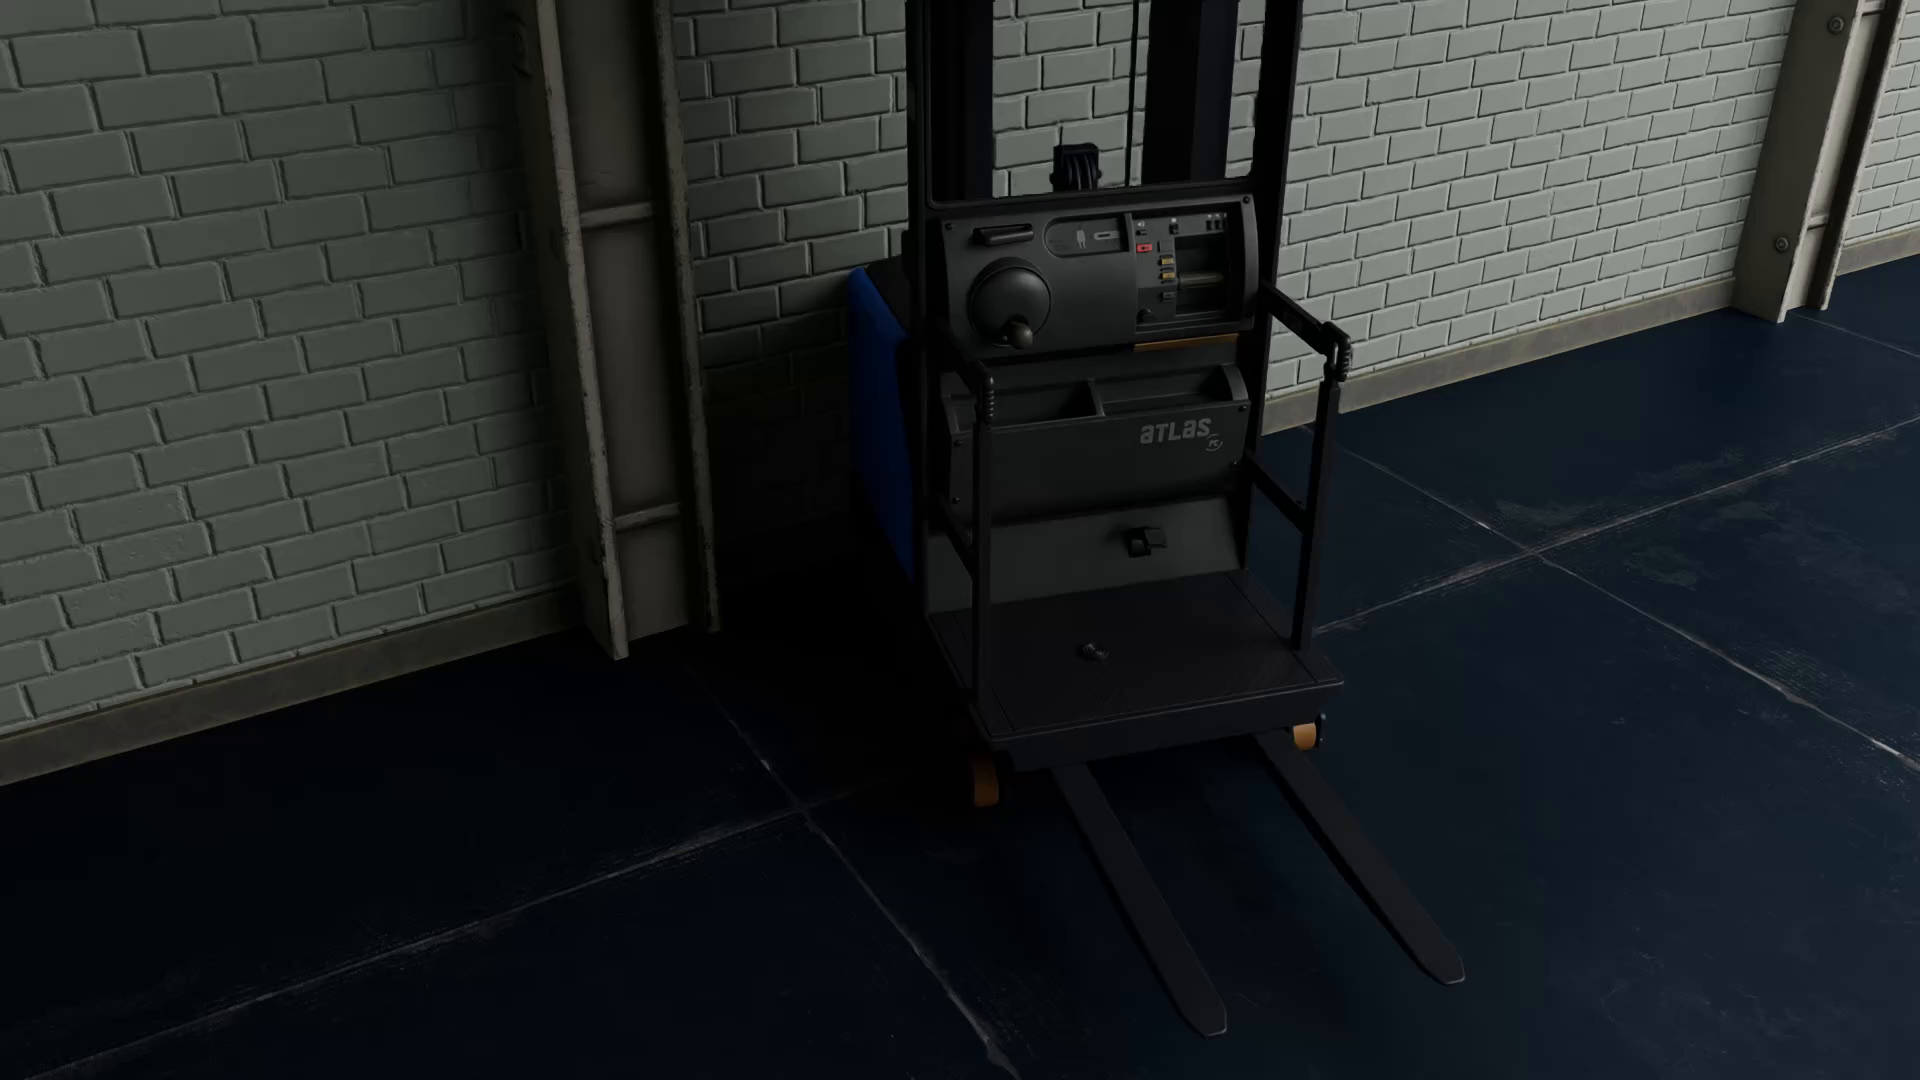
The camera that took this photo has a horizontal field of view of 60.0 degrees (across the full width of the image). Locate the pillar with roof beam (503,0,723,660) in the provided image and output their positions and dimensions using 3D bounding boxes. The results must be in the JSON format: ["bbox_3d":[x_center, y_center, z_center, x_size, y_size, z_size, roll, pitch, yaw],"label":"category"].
[{"bbox_3d":[1.122,-1.858,0.303,0.400,9.000,9.100,-16,33,-26],"label":"pillar with roof beam"}]

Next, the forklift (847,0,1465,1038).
[{"bbox_3d":[0.462,-0.714,4.509,1.130,2.935,3.031,-8,30,-14],"label":"forklift"}]

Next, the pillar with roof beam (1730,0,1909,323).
[{"bbox_3d":[6.295,-3.326,2.964,0.400,9.000,9.100,-16,33,-26],"label":"pillar with roof beam"}]
